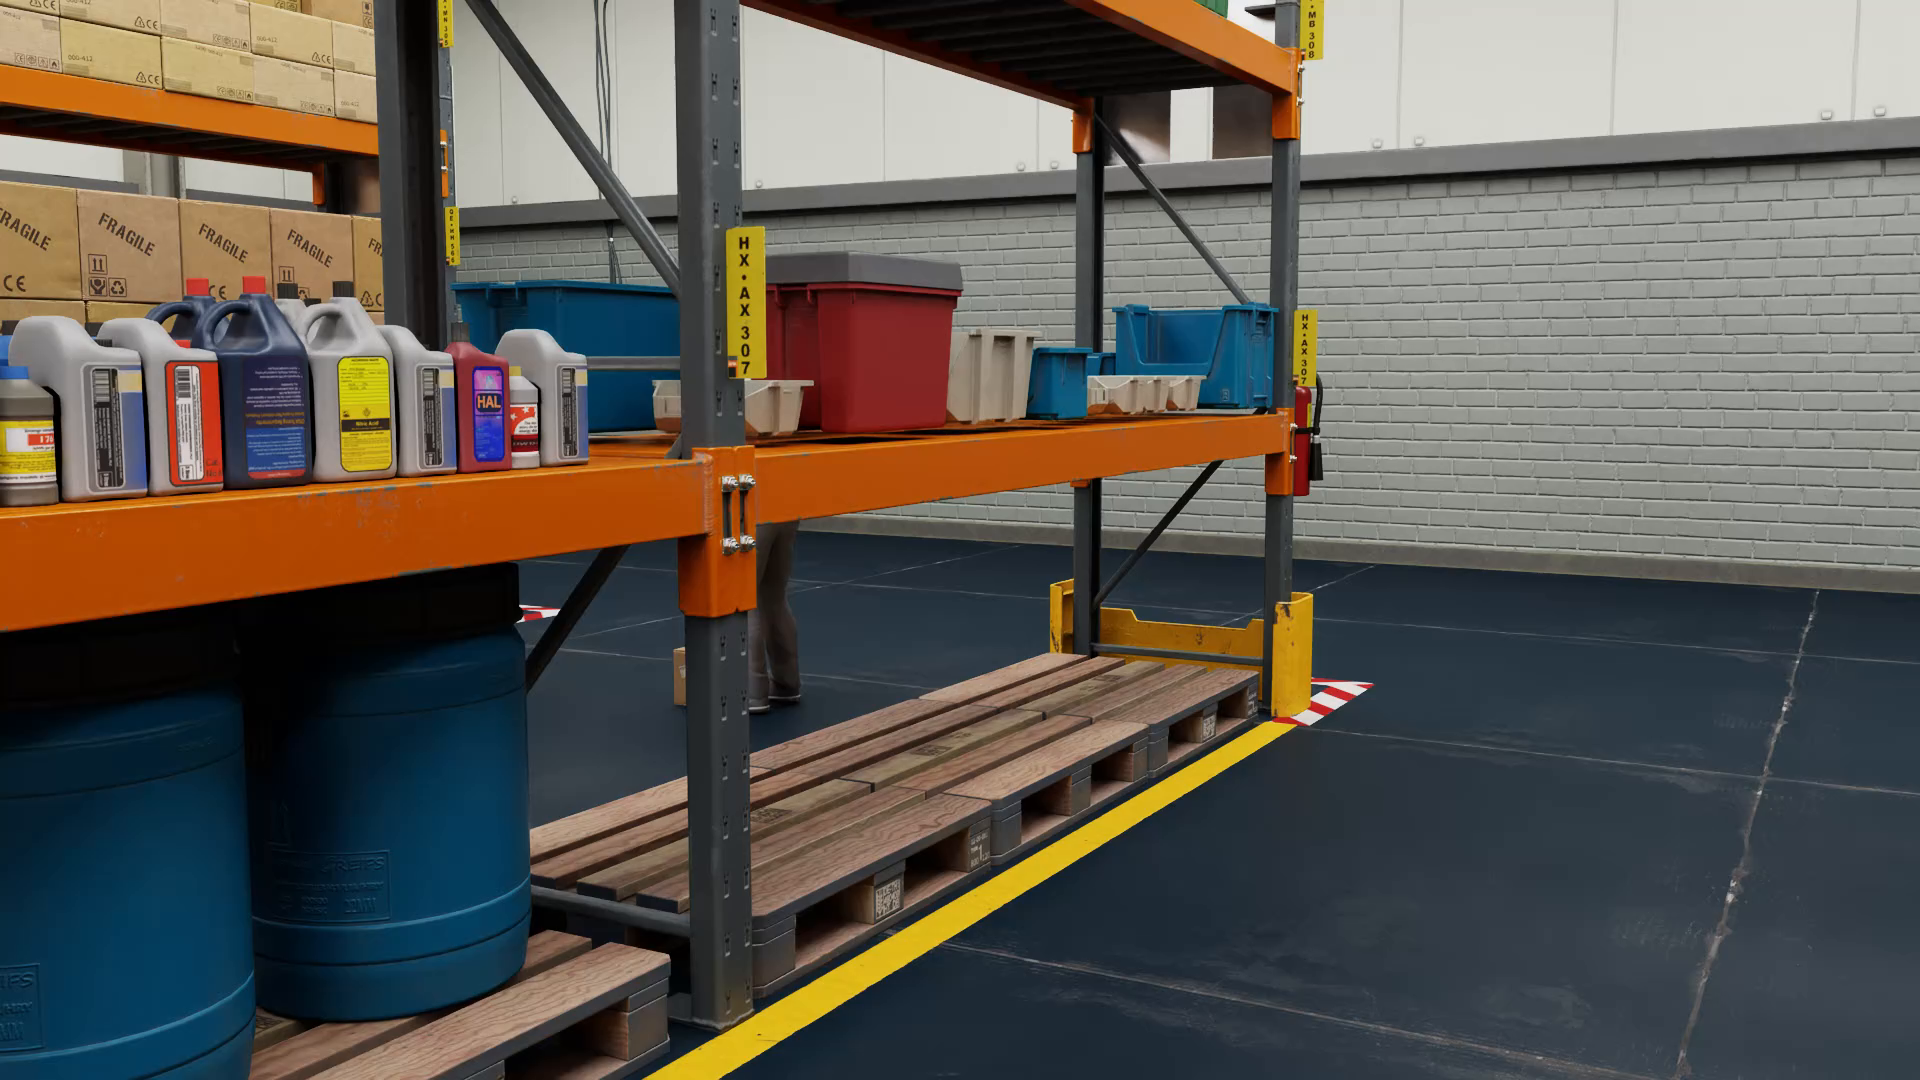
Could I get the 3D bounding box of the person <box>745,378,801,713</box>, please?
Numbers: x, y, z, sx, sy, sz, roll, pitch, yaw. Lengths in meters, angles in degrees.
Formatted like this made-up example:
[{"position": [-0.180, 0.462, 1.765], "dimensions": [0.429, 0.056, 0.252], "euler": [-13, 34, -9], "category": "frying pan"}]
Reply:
[{"position": [-0.900, -0.084, 7.287], "dimensions": [0.393, 1.663, 0.532], "euler": [3, 7, 25], "category": "person"}]
